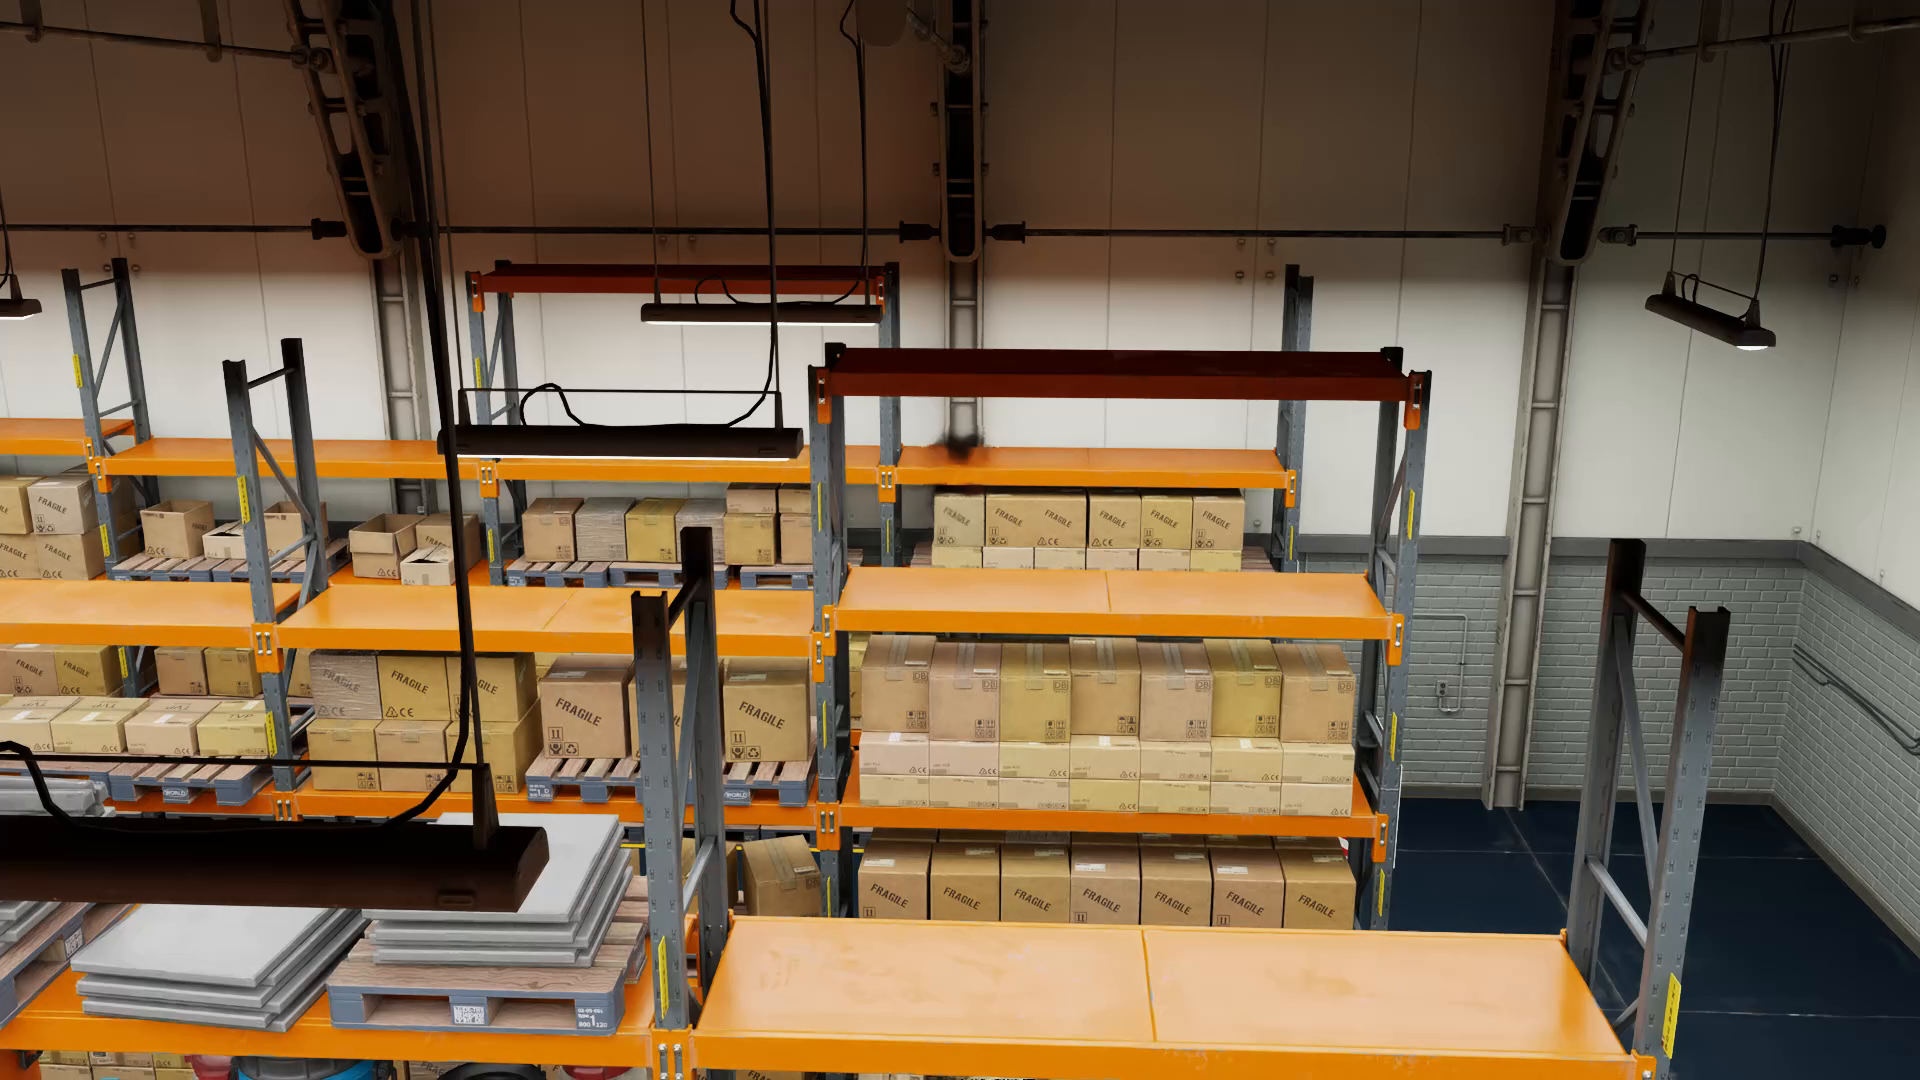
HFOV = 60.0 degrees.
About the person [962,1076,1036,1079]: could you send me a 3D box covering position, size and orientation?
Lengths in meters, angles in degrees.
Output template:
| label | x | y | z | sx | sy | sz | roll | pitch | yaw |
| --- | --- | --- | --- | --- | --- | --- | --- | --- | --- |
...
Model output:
| label | x | y | z | sx | sy | sz | roll | pitch | yaw |
| --- | --- | --- | --- | --- | --- | --- | --- | --- | --- |
| person | 0.169 | 4.045 | 11.575 | 0.639 | 1.848 | 0.625 | 9 | 19 | 29 |
